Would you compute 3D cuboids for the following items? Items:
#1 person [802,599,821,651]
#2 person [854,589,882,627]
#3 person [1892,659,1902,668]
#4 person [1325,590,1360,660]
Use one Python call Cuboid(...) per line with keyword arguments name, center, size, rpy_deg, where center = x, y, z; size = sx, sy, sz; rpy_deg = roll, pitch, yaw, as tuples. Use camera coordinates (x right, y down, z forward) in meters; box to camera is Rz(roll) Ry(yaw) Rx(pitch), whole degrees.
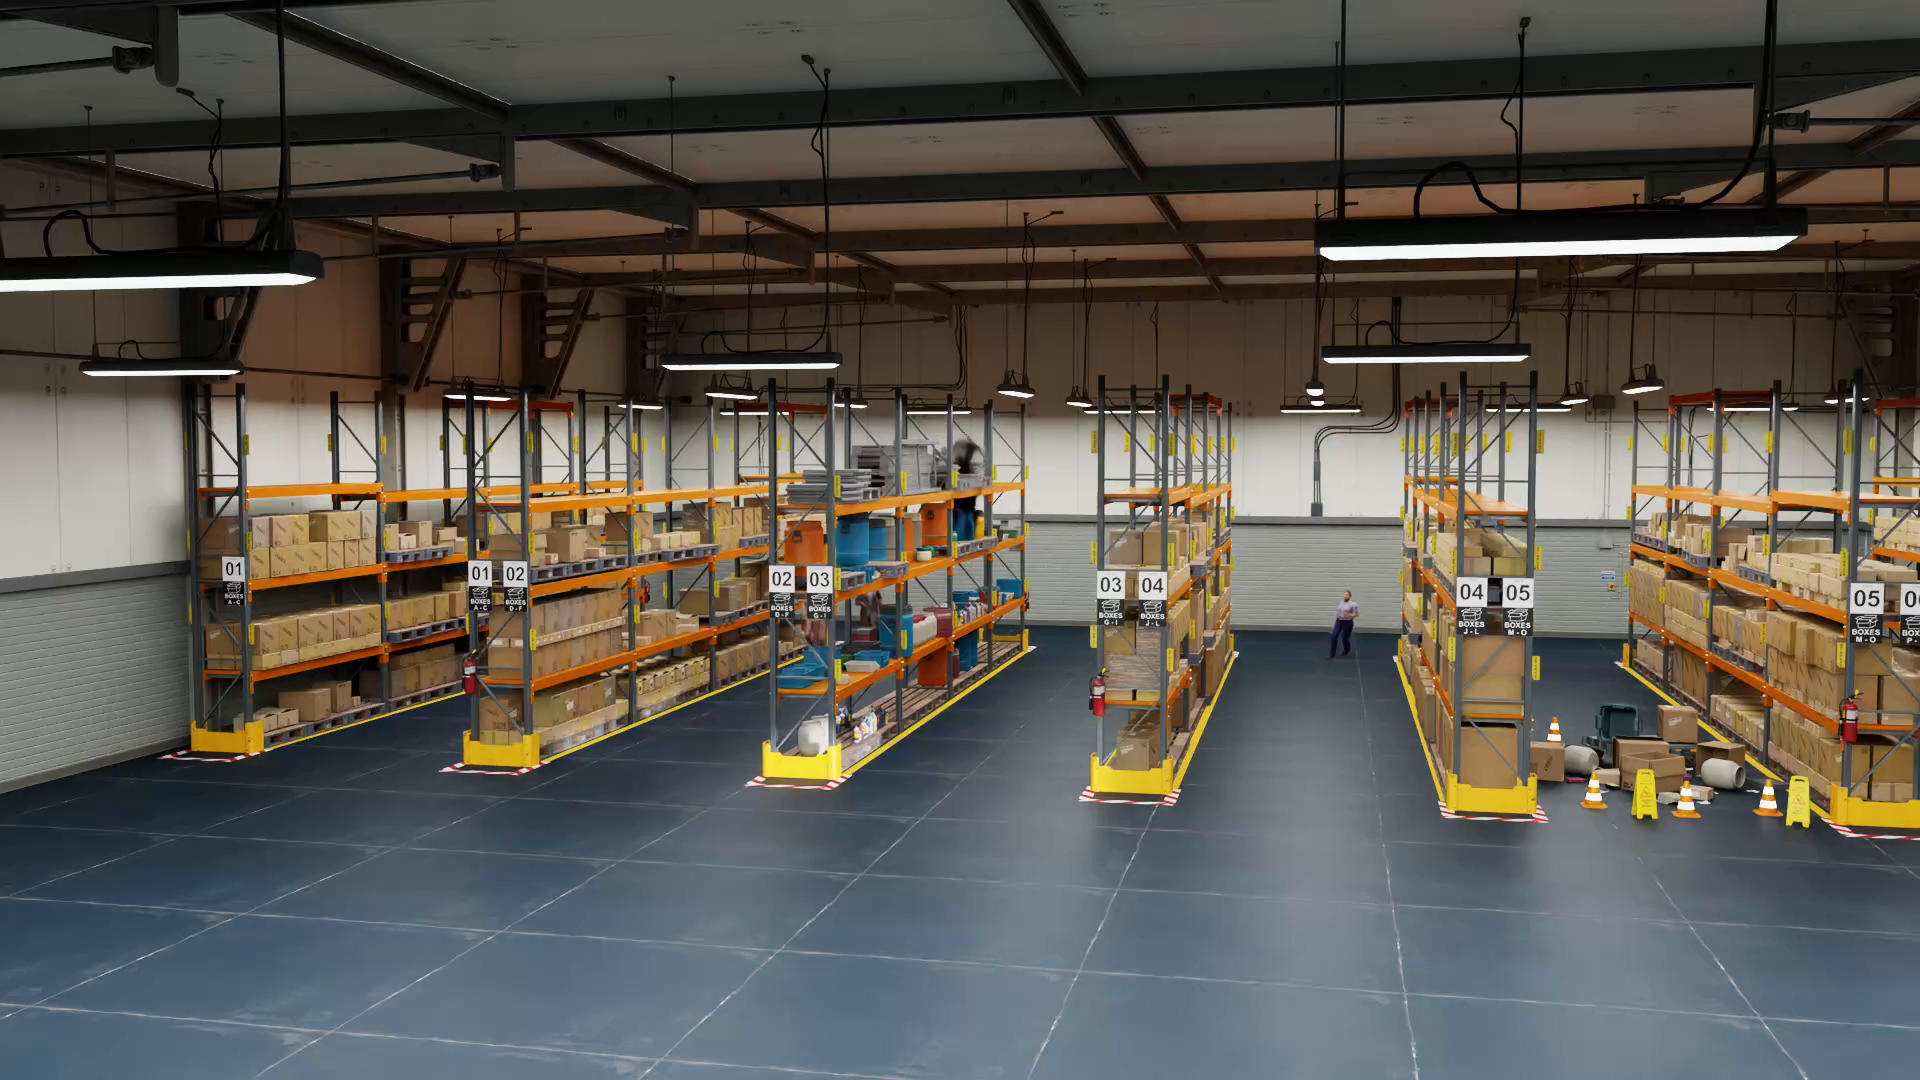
Cuboid(name="person", center=(-3.247, 1.798, 36.692), size=(0.571, 1.680, 0.632), rpy_deg=(0, 3, 7))
Cuboid(name="person", center=(-2.215, 1.847, 40.152), size=(0.688, 1.837, 0.779), rpy_deg=(0, 3, -5))
Cuboid(name="person", center=(15.408, 2.560, 27.985), size=(0.686, 1.701, 0.738), rpy_deg=(0, 3, -3))
Cuboid(name="person", center=(9.014, 1.980, 38.867), size=(0.692, 1.632, 0.845), rpy_deg=(2, 4, 37))
